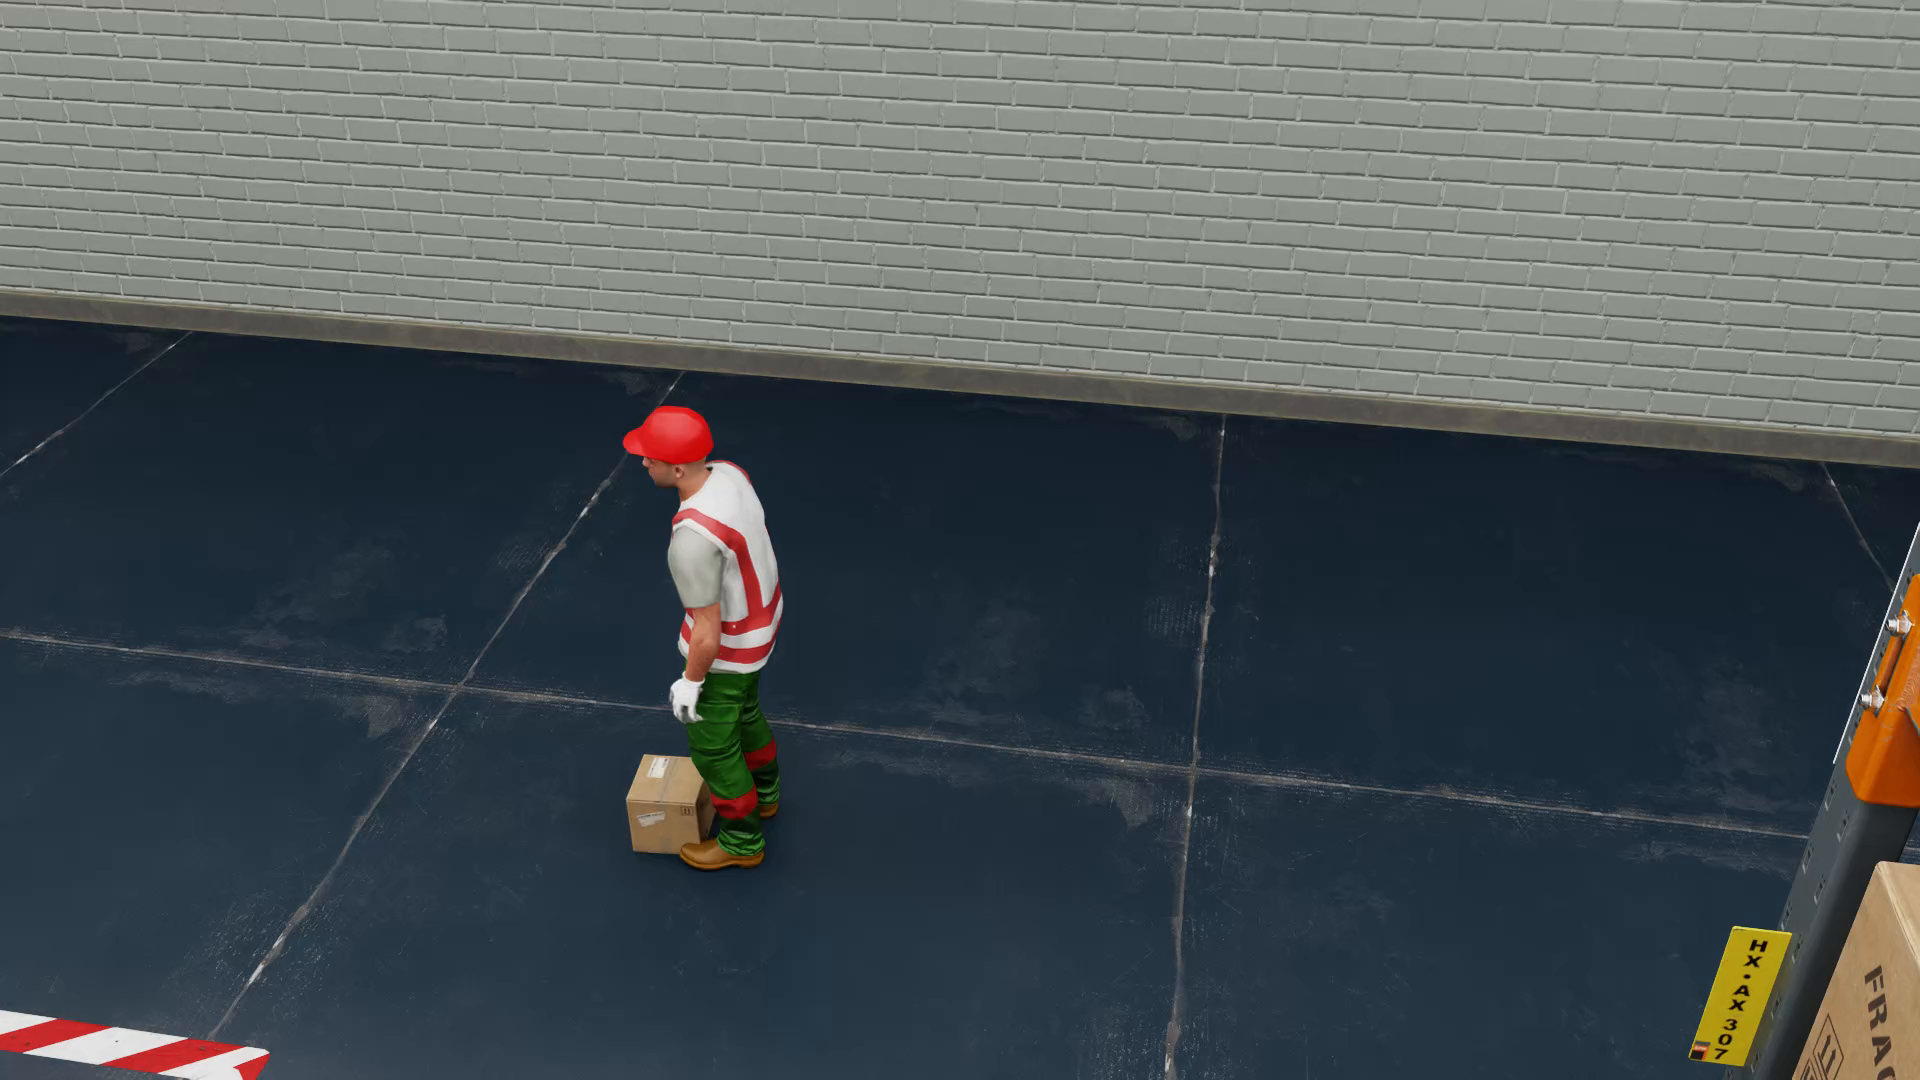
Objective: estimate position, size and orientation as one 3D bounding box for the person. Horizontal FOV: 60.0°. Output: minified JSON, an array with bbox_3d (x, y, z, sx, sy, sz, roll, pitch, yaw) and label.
[{"bbox_3d":[-0.821,0.341,5.578,0.447,1.780,0.623,4,32,6],"label":"person"}]
